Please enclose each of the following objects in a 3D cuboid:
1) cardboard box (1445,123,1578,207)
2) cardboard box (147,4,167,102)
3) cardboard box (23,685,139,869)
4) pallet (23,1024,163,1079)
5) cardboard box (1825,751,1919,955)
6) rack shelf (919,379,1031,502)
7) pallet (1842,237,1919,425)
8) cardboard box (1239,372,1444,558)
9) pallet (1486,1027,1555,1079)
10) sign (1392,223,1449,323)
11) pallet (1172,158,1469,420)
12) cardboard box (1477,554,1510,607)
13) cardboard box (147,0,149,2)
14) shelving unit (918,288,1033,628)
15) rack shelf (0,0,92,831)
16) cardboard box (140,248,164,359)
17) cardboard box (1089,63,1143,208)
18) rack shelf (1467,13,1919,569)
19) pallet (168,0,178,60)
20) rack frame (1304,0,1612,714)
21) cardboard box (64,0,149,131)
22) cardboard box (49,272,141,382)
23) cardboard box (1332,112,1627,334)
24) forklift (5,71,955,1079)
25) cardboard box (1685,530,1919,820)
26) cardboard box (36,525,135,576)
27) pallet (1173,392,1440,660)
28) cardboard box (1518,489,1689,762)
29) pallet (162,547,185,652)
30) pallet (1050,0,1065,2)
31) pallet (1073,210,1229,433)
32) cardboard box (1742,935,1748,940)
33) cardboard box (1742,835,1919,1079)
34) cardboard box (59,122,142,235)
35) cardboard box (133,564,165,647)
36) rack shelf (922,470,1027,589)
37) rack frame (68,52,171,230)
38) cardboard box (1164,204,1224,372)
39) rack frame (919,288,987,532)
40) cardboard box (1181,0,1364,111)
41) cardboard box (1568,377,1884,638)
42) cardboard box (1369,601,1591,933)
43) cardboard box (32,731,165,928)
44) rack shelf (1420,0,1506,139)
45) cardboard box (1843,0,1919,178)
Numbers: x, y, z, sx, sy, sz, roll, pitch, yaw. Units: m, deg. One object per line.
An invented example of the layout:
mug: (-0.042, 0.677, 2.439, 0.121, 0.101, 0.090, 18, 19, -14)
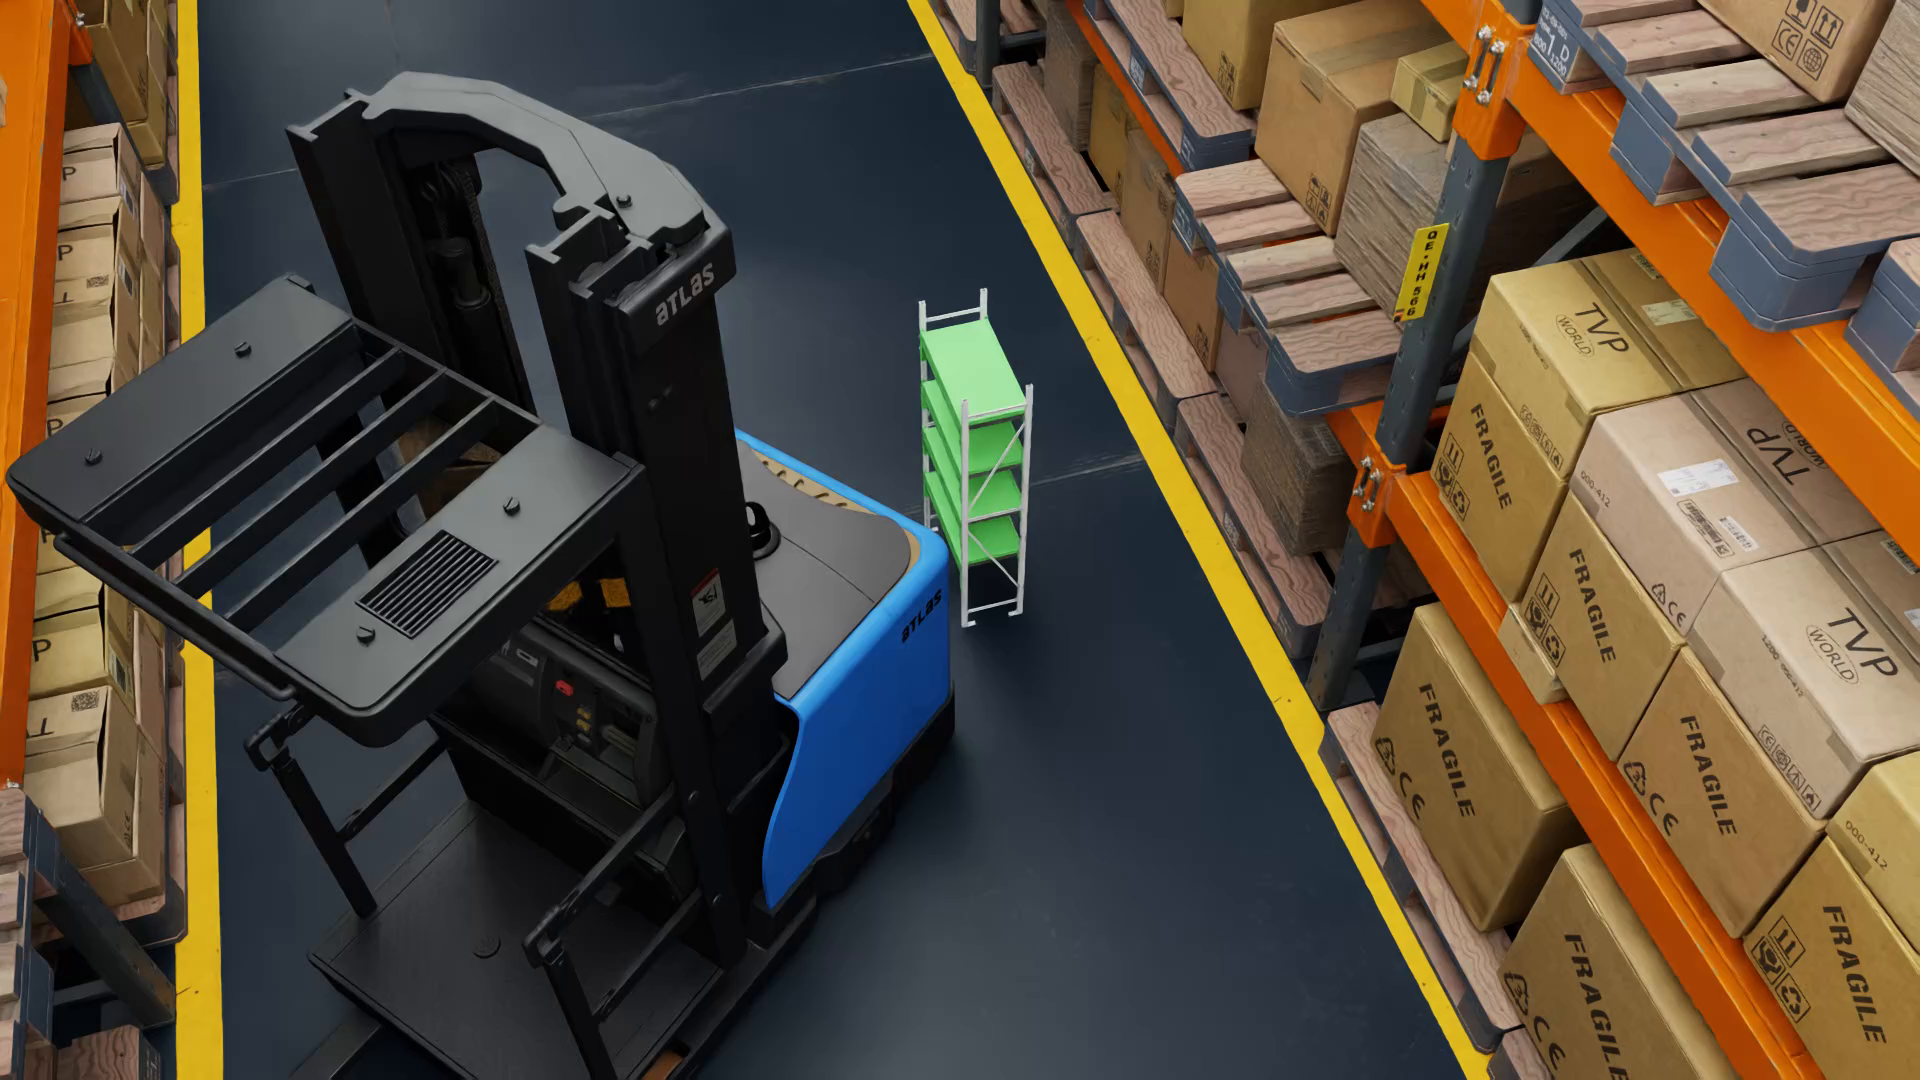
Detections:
cardboard box: (1.626, -1.126, 4.750, 0.380, 0.149, 0.250, -19, 53, -16)
cardboard box: (-4.147, -2.319, 8.057, 0.500, 0.250, 0.500, -13, 51, -11)
cardboard box: (-2.848, 0.746, 5.106, 0.500, 0.311, 0.500, -12, 51, -10)
pallet: (-2.789, 2.078, 4.650, 1.003, 0.211, 1.213, -13, 51, -11)
cardboard box: (2.113, 0.644, 3.271, 0.500, 0.250, 0.500, -14, 51, -12)
rack shelf: (0.049, -0.379, 5.844, 0.258, 0.148, 0.480, -13, 51, -11)
pallet: (2.332, -0.129, 2.848, 1.003, 0.211, 1.213, -11, 51, -9)
cardboard box: (1.494, -0.348, 6.218, 0.700, 0.500, 0.500, -13, 51, -10)
pallet: (2.275, 1.883, 4.814, 1.003, 0.211, 1.213, -13, 51, -11)
sign: (1.242, -0.716, 4.476, 0.100, 0.325, 0.005, -13, 51, -11)
pallet: (1.445, -0.932, 5.489, 1.213, 0.211, 1.003, -13, 51, -11)
cardboard box: (1.699, 0.056, 4.682, 0.380, 0.149, 0.250, -13, 51, -10)
cardboard box: (-4.291, -2.927, 8.079, 0.500, 0.500, 0.500, -13, 51, -11)
shelving unit: (0.049, -0.266, 5.979, 0.258, 1.200, 0.503, -13, 51, -11)
rack shelf: (-3.565, -0.604, 5.557, 1.077, 0.370, 4.000, -13, 51, -11)
cardboard box: (-3.609, -0.938, 6.892, 0.500, 0.250, 0.500, -14, 51, -12)
cardboard box: (1.009, -1.855, 7.489, 0.700, 0.500, 0.500, -14, 51, -12)
rack shelf: (2.349, 0.228, 2.894, 1.077, 0.370, 4.000, -13, 51, -11)
pallet: (-4.716, -2.881, 8.830, 1.003, 0.211, 1.213, -13, 51, -11)
rack frame: (1.757, -0.498, 4.997, 1.000, 3.000, 0.127, -13, 51, -11)
cardboard box: (-3.995, -2.197, 7.463, 0.500, 0.500, 0.500, -13, 51, -11)
cardboard box: (-3.458, -0.752, 6.368, 0.500, 0.311, 0.500, -13, 51, -11)
cardboard box: (1.609, -1.013, 5.078, 0.700, 0.500, 0.500, -19, 52, -15)
forklift: (-1.264, 0.471, 4.226, 1.130, 2.935, 3.031, 28, 55, 21)
cardboard box: (1.956, 0.273, 3.584, 0.500, 0.250, 0.500, -13, 51, -11)
cardboard box: (-3.160, -0.008, 5.742, 0.500, 0.311, 0.500, -15, 51, -12)
pallet: (1.527, -0.170, 6.545, 1.003, 0.211, 1.213, -13, 51, -11)
cardboard box: (1.802, 0.165, 4.166, 0.500, 0.500, 0.500, -12, 51, -10)
pallet: (-3.537, 0.024, 6.381, 1.003, 0.211, 1.213, -13, 51, -11)
pallet: (0.661, -2.766, 7.035, 1.003, 0.211, 1.213, -13, 51, -11)
pallet: (1.170, -1.059, 7.295, 1.003, 0.211, 1.213, -13, 51, -11)
cardboard box: (2.040, 0.803, 4.052, 0.380, 0.149, 0.250, -13, 51, -10)
cardboard box: (2.109, 0.906, 3.541, 0.500, 0.500, 0.500, -12, 51, -10)
cardboard box: (-3.763, -1.495, 6.995, 0.500, 0.311, 0.500, -13, 51, -11)
cardboard box: (-3.157, 0.182, 5.948, 0.500, 0.250, 0.500, -15, 51, -12)
rack shelf: (0.049, -0.070, 6.211, 0.258, 0.148, 0.480, -13, 51, -11)
rack frame: (-4.157, -2.296, 6.514, 1.000, 3.000, 0.127, -13, 51, -11)
cardboard box: (1.279, -1.107, 6.858, 0.700, 0.500, 0.500, -14, 51, -11)
rack frame: (-0.023, -0.444, 6.129, 0.240, 1.200, 0.015, -13, 51, -11)
cardboard box: (1.219, -1.918, 5.841, 0.700, 0.500, 0.500, -13, 51, -11)
cardboard box: (1.805, -0.092, 3.891, 0.500, 0.250, 0.500, -14, 51, -11)
cardboard box: (1.849, 0.627, 5.181, 0.750, 0.750, 0.750, -14, 51, -11)
cardboard box: (-2.848, 0.927, 5.320, 0.500, 0.250, 0.500, -13, 51, -11)
rack shelf: (1.166, -2.693, 5.357, 1.077, 0.370, 4.000, -13, 51, -11)
cardboard box: (2.162, -0.922, 3.040, 0.700, 0.500, 0.500, -16, 52, -13)
